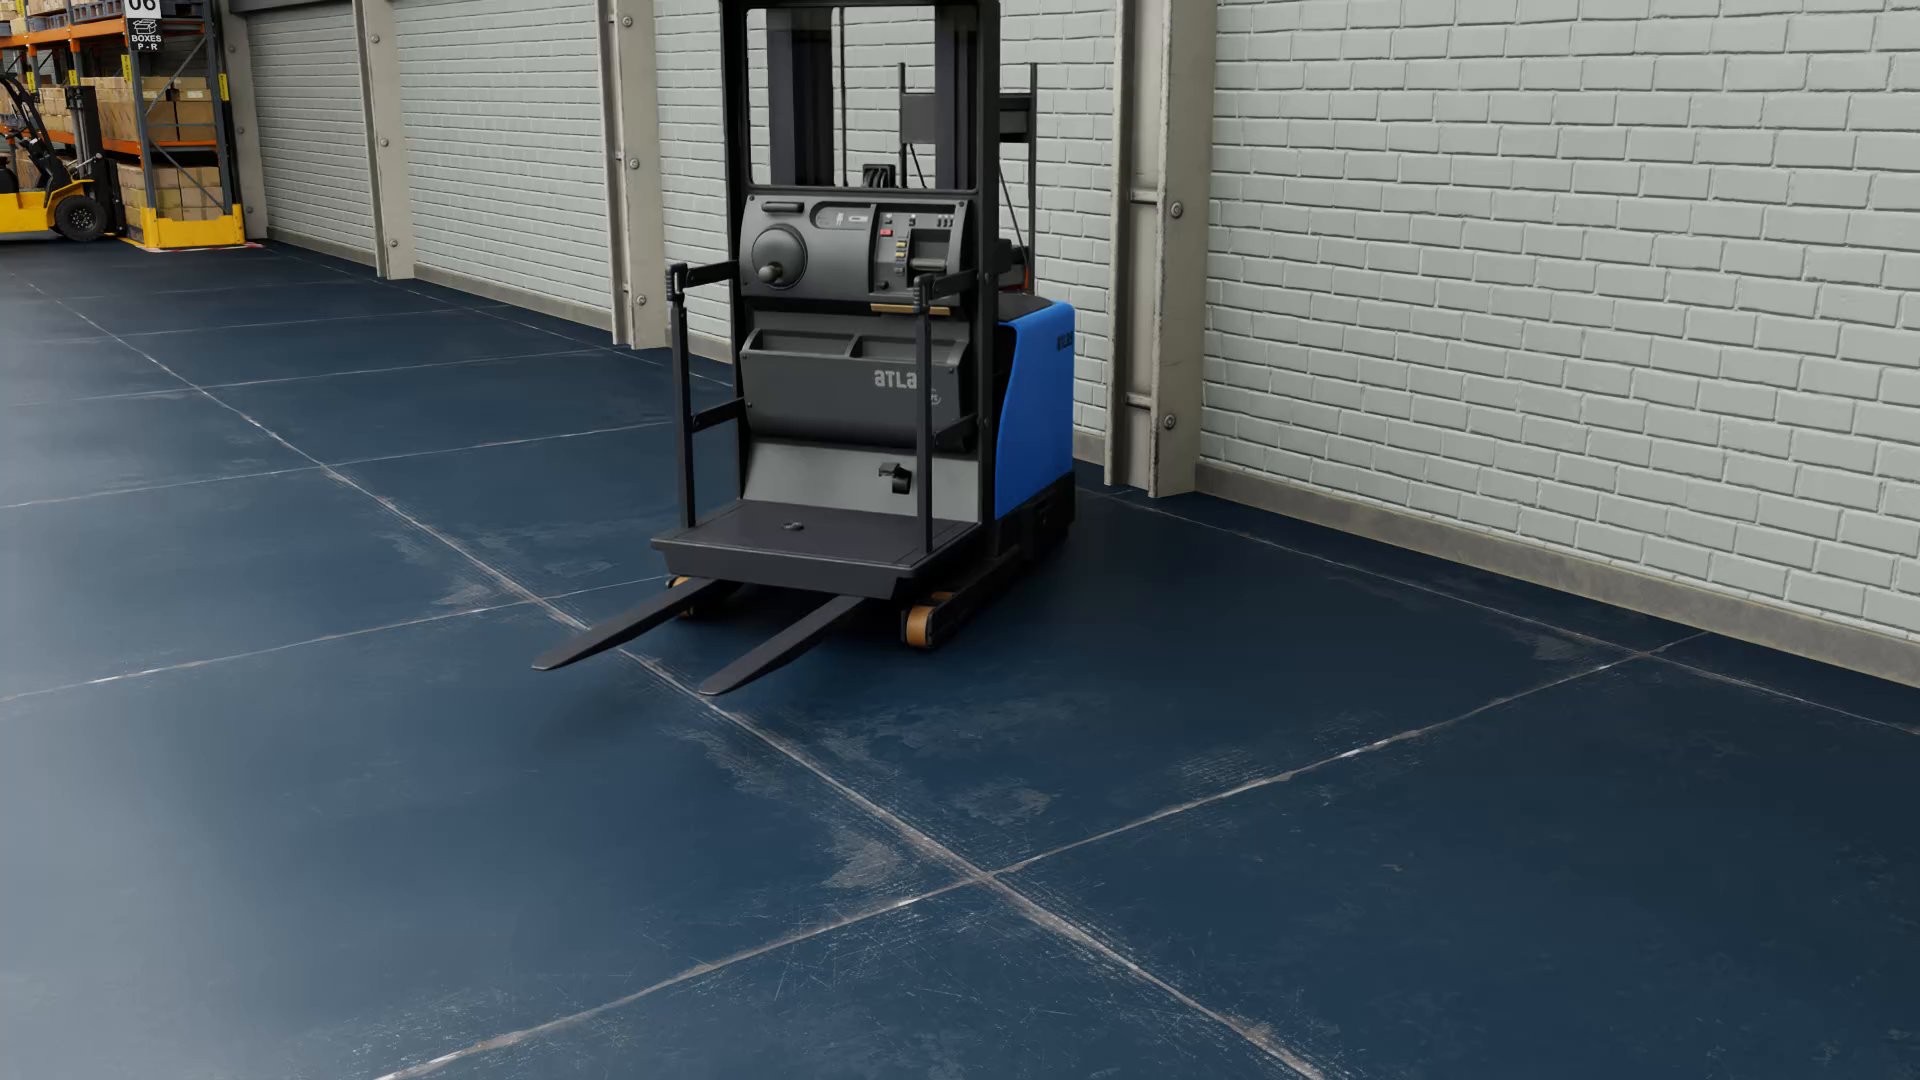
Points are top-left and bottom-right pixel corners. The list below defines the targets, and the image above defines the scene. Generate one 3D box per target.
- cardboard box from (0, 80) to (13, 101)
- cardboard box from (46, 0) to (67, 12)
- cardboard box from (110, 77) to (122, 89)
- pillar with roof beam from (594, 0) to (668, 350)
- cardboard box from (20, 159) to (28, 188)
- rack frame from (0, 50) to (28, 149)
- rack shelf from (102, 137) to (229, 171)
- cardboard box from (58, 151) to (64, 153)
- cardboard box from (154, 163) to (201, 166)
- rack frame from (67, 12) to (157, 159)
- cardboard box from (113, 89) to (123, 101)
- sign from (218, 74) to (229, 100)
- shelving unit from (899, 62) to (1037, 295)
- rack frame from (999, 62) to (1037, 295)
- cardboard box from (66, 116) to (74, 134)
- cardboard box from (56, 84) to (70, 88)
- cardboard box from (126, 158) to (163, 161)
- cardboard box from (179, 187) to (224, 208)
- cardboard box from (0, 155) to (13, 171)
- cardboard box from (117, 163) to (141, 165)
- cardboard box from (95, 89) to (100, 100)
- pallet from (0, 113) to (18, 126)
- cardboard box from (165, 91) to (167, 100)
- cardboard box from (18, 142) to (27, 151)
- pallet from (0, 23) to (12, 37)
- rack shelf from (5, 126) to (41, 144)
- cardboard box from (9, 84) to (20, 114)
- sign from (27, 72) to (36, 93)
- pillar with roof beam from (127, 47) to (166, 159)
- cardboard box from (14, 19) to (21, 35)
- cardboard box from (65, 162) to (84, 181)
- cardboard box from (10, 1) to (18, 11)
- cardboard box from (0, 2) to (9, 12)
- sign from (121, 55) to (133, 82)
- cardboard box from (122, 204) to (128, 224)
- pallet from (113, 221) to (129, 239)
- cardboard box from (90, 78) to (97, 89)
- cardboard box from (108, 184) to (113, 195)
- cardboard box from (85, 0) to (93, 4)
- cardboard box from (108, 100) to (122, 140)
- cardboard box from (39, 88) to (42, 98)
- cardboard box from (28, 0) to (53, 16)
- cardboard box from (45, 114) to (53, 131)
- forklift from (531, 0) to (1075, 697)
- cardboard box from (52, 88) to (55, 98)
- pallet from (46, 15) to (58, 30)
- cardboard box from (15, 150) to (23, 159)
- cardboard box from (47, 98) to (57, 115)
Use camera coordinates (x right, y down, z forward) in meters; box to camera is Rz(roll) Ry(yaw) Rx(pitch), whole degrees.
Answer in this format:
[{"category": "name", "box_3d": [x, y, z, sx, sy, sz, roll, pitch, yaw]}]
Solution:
[{"category": "cardboard box", "box_3d": [-18.394, -8.668, 31.862, 0.500, 0.500, 0.500, -10, 18, -33]}, {"category": "cardboard box", "box_3d": [-13.344, -8.066, 24.868, 0.500, 0.311, 0.500, -12, 19, -36]}, {"category": "cardboard box", "box_3d": [-10.974, -6.028, 21.937, 0.380, 0.149, 0.250, -10, 18, -33]}, {"category": "pillar with roof beam", "box_3d": [-6.025, -5.229, 9.633, 9.100, 9.000, 0.400, -11, 19, -35]}, {"category": "cardboard box", "box_3d": [-16.550, -6.586, 29.897, 0.500, 0.500, 0.500, -11, 19, -35]}, {"category": "rack frame", "box_3d": [-19.325, -8.694, 33.658, 1.000, 3.000, 0.127, -11, 19, -35]}, {"category": "rack shelf", "box_3d": [-11.094, -5.357, 22.830, 1.077, 0.370, 4.000, -11, 19, -35]}, {"category": "cardboard box", "box_3d": [-15.924, -6.892, 29.785, 0.380, 0.149, 0.250, -10, 18, -33]}, {"category": "cardboard box", "box_3d": [-10.629, -4.982, 22.617, 0.500, 0.250, 0.500, -11, 19, -35]}, {"category": "rack frame", "box_3d": [-12.269, -6.131, 24.296, 1.000, 3.000, 0.127, -11, 19, -35]}, {"category": "cardboard box", "box_3d": [-10.957, -5.888, 21.989, 0.380, 0.149, 0.250, -12, 19, -36]}, {"category": "sign", "box_3d": [-9.465, -5.818, 21.360, 0.100, 0.325, 0.005, -11, 19, -35]}, {"category": "shelving unit", "box_3d": [0.037, -1.196, 7.969, 0.503, 2.100, 0.431, 12, 19, 38]}, {"category": "rack frame", "box_3d": [0.226, -1.155, 7.820, 0.015, 2.100, 0.400, 12, 19, 38]}, {"category": "cardboard box", "box_3d": [-13.078, -6.232, 24.949, 0.500, 0.250, 0.500, -11, 19, -35]}, {"category": "cardboard box", "box_3d": [-14.798, -7.370, 27.838, 0.500, 0.500, 0.500, -10, 18, -32]}, {"category": "cardboard box", "box_3d": [-11.824, -5.415, 24.197, 0.500, 0.250, 0.500, -10, 18, -33]}, {"category": "cardboard box", "box_3d": [-10.026, -4.527, 21.901, 0.500, 0.250, 0.500, -10, 18, -34]}, {"category": "cardboard box", "box_3d": [-17.961, -7.135, 31.902, 0.700, 0.500, 0.500, -12, 19, -37]}, {"category": "cardboard box", "box_3d": [-11.342, -5.009, 22.715, 0.500, 0.250, 0.500, -11, 19, -36]}, {"category": "cardboard box", "box_3d": [-11.727, -6.157, 22.970, 0.380, 0.149, 0.250, -11, 19, -35]}, {"category": "pallet", "box_3d": [-16.592, -7.559, 29.877, 1.003, 0.211, 1.213, -11, 19, -35]}, {"category": "cardboard box", "box_3d": [-10.248, -5.849, 21.846, 0.380, 0.149, 0.250, -11, 19, -36]}, {"category": "cardboard box", "box_3d": [-16.786, -7.127, 30.080, 0.380, 0.149, 0.250, -12, 19, -37]}, {"category": "pallet", "box_3d": [-16.034, -8.825, 28.810, 1.213, 0.211, 1.003, -11, 19, -35]}, {"category": "rack shelf", "box_3d": [-15.797, -7.065, 29.072, 1.077, 0.370, 4.000, -11, 19, -35]}, {"category": "cardboard box", "box_3d": [-16.104, -7.674, 28.948, 0.700, 0.500, 0.500, -11, 19, -35]}, {"category": "sign", "box_3d": [-15.055, -7.419, 26.959, 0.100, 0.325, 0.005, -11, 19, -35]}, {"category": "pillar with roof beam", "box_3d": [-16.608, -9.072, 23.677, 9.100, 9.000, 0.400, -11, 19, -35]}, {"category": "cardboard box", "box_3d": [-15.416, -8.539, 27.695, 0.500, 0.250, 0.500, -11, 19, -34]}, {"category": "cardboard box", "box_3d": [-13.479, -5.625, 26.149, 0.875, 0.625, 0.625, -12, 19, -37]}, {"category": "cardboard box", "box_3d": [-15.676, -8.947, 27.865, 0.380, 0.149, 0.250, -11, 19, -36]}, {"category": "cardboard box", "box_3d": [-16.199, -9.108, 28.416, 0.380, 0.149, 0.250, -11, 19, -34]}, {"category": "sign", "box_3d": [-10.365, -5.869, 20.694, 0.100, 0.325, 0.005, -11, 19, -35]}, {"category": "cardboard box", "box_3d": [-11.021, -4.421, 22.458, 0.500, 0.250, 0.500, -11, 19, -34]}, {"category": "pallet", "box_3d": [-11.114, -4.349, 23.067, 1.003, 0.211, 1.213, -11, 19, -35]}, {"category": "cardboard box", "box_3d": [-11.870, -6.356, 23.135, 0.380, 0.149, 0.250, -10, 18, -33]}, {"category": "cardboard box", "box_3d": [-11.355, -4.773, 22.799, 0.500, 0.250, 0.500, -11, 19, -35]}, {"category": "cardboard box", "box_3d": [-11.642, -7.400, 22.518, 0.396, 0.266, 0.258, -11, 19, -36]}, {"category": "cardboard box", "box_3d": [-11.018, -5.611, 22.206, 0.500, 0.500, 0.500, -11, 19, -36]}, {"category": "cardboard box", "box_3d": [-14.672, -7.233, 26.902, 0.380, 0.149, 0.250, -10, 18, -33]}, {"category": "cardboard box", "box_3d": [-14.393, -8.539, 26.235, 0.500, 0.500, 0.500, -11, 19, -34]}, {"category": "cardboard box", "box_3d": [-14.266, -6.672, 26.556, 0.500, 0.250, 0.500, -11, 19, -36]}, {"category": "forklift", "box_3d": [-0.490, -1.135, 6.170, 1.130, 2.935, 3.031, 6, 16, 21]}, {"category": "cardboard box", "box_3d": [-13.905, -6.959, 25.901, 0.380, 0.149, 0.250, -10, 18, -33]}, {"category": "pallet", "box_3d": [-13.490, -7.972, 25.696, 1.003, 0.211, 1.213, -10, 18, -32]}, {"category": "cardboard box", "box_3d": [-16.978, -7.031, 30.295, 0.380, 0.149, 0.250, -10, 18, -32]}, {"category": "cardboard box", "box_3d": [-13.972, -6.800, 26.075, 0.500, 0.250, 0.500, -11, 19, -36]}]
